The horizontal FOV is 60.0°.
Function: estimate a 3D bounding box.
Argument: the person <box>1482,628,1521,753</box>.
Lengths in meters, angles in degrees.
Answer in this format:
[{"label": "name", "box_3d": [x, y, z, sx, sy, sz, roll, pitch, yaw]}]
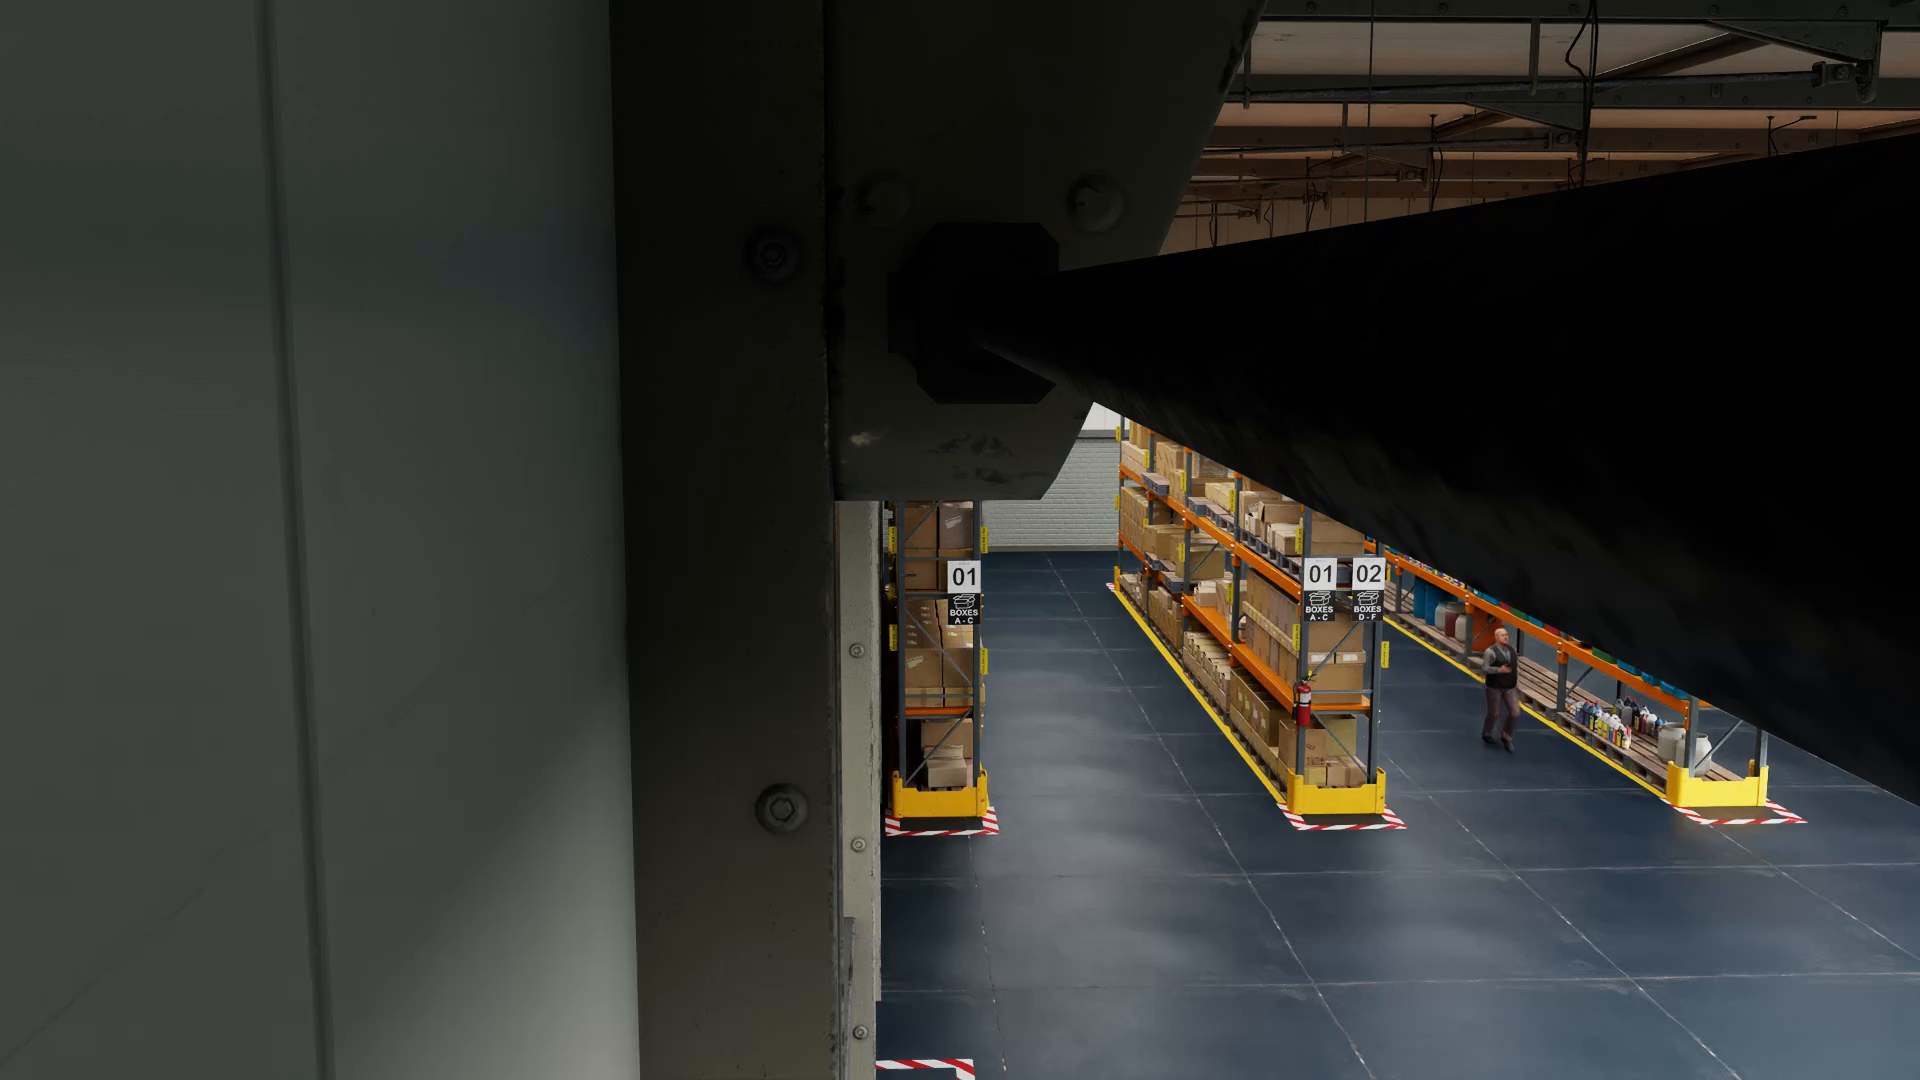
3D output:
[{"label": "person", "box_3d": [7.645, 2.121, 23.458, 0.637, 1.763, 0.711, -2, 8, -11]}]
